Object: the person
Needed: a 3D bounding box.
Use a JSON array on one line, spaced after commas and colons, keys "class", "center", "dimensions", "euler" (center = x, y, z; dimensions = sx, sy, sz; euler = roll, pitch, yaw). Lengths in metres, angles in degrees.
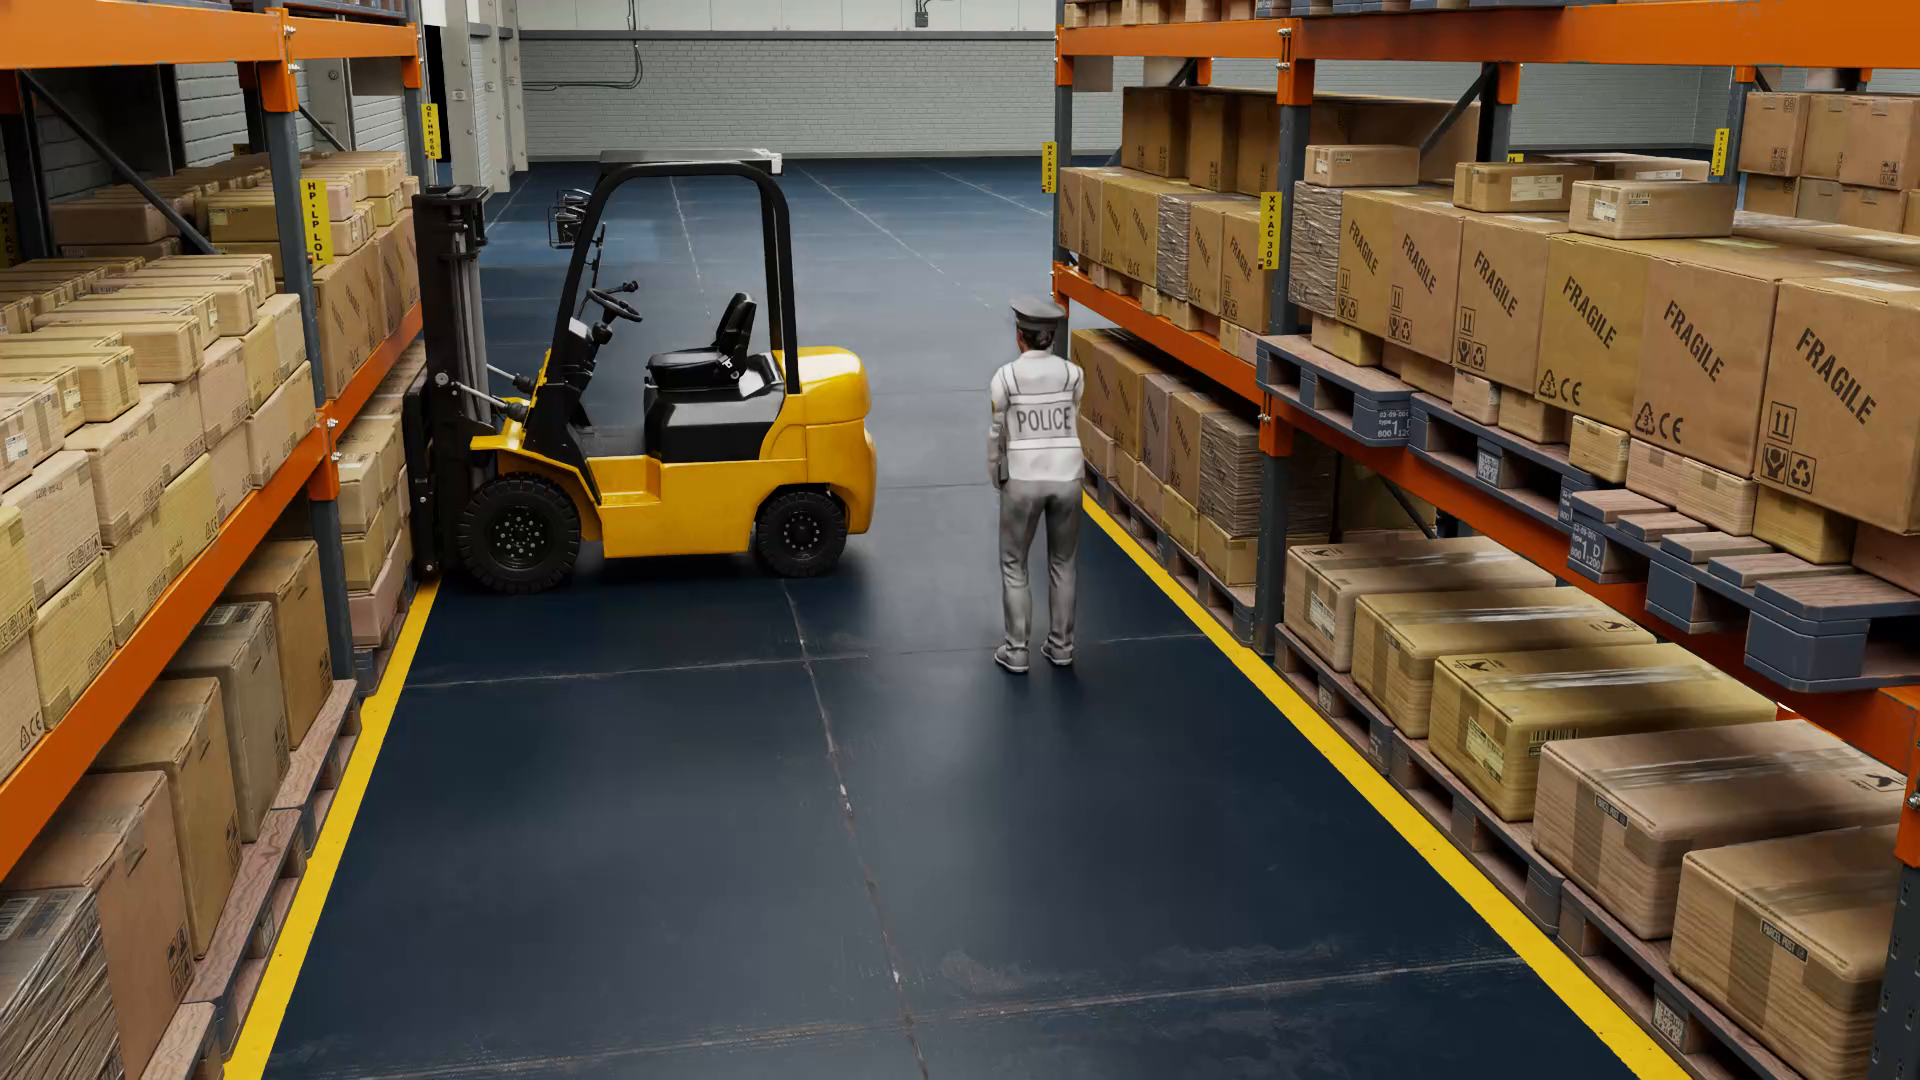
[{"class": "person", "center": [0.328, -0.250, 7.396], "dimensions": [0.415, 1.665, 0.534], "euler": [-3, 17, -11]}]
